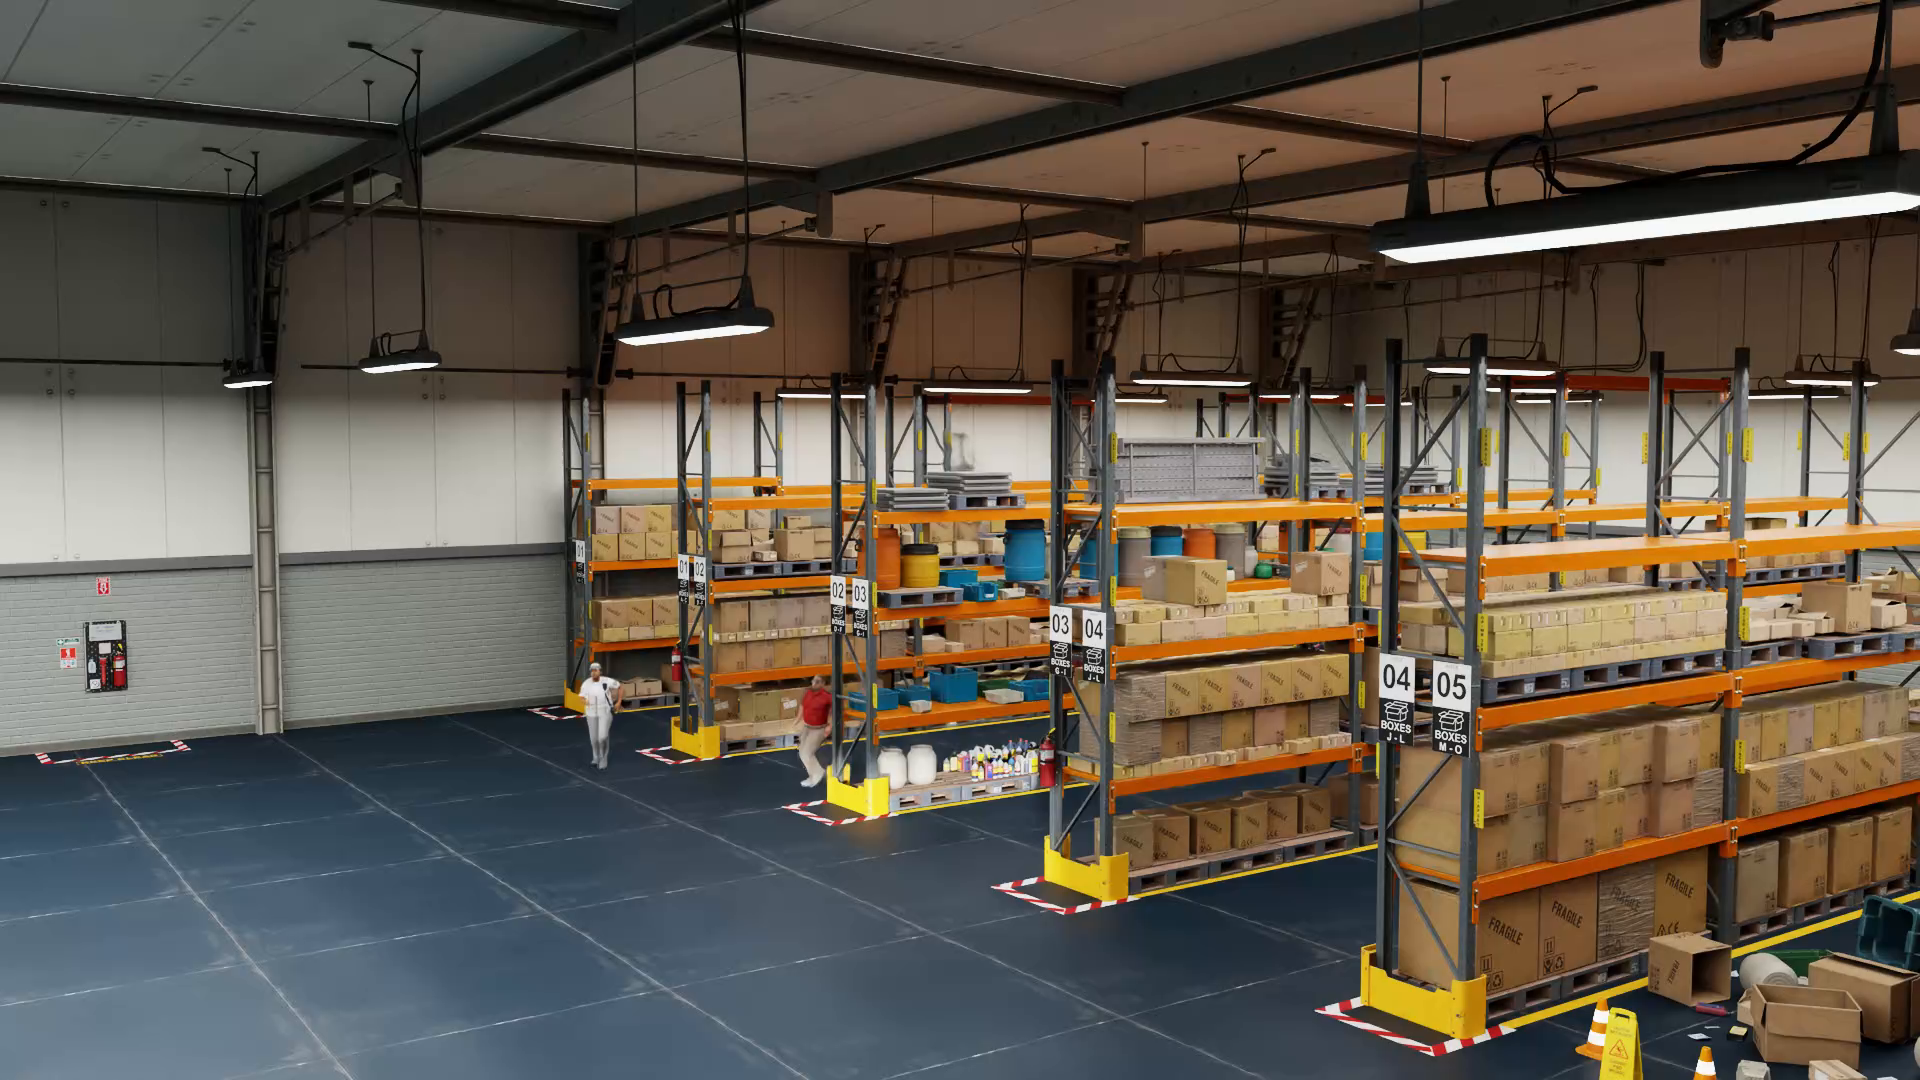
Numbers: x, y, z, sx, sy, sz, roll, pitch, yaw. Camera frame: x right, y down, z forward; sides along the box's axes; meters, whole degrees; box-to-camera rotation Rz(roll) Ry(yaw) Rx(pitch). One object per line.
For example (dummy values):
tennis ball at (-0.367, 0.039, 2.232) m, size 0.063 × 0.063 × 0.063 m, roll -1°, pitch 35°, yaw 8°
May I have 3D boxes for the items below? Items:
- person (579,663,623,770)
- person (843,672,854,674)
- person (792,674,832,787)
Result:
person at (-5.527, 2.696, 25.549) m, size 0.618 × 1.646 × 0.828 m, roll 0°, pitch 4°, yaw 3°
person at (-2.011, 2.421, 30.203) m, size 0.867 × 1.647 × 0.593 m, roll -3°, pitch 5°, yaw -41°
person at (-2.108, 2.778, 24.144) m, size 0.723 × 1.674 × 0.585 m, roll 3°, pitch 5°, yaw 44°
